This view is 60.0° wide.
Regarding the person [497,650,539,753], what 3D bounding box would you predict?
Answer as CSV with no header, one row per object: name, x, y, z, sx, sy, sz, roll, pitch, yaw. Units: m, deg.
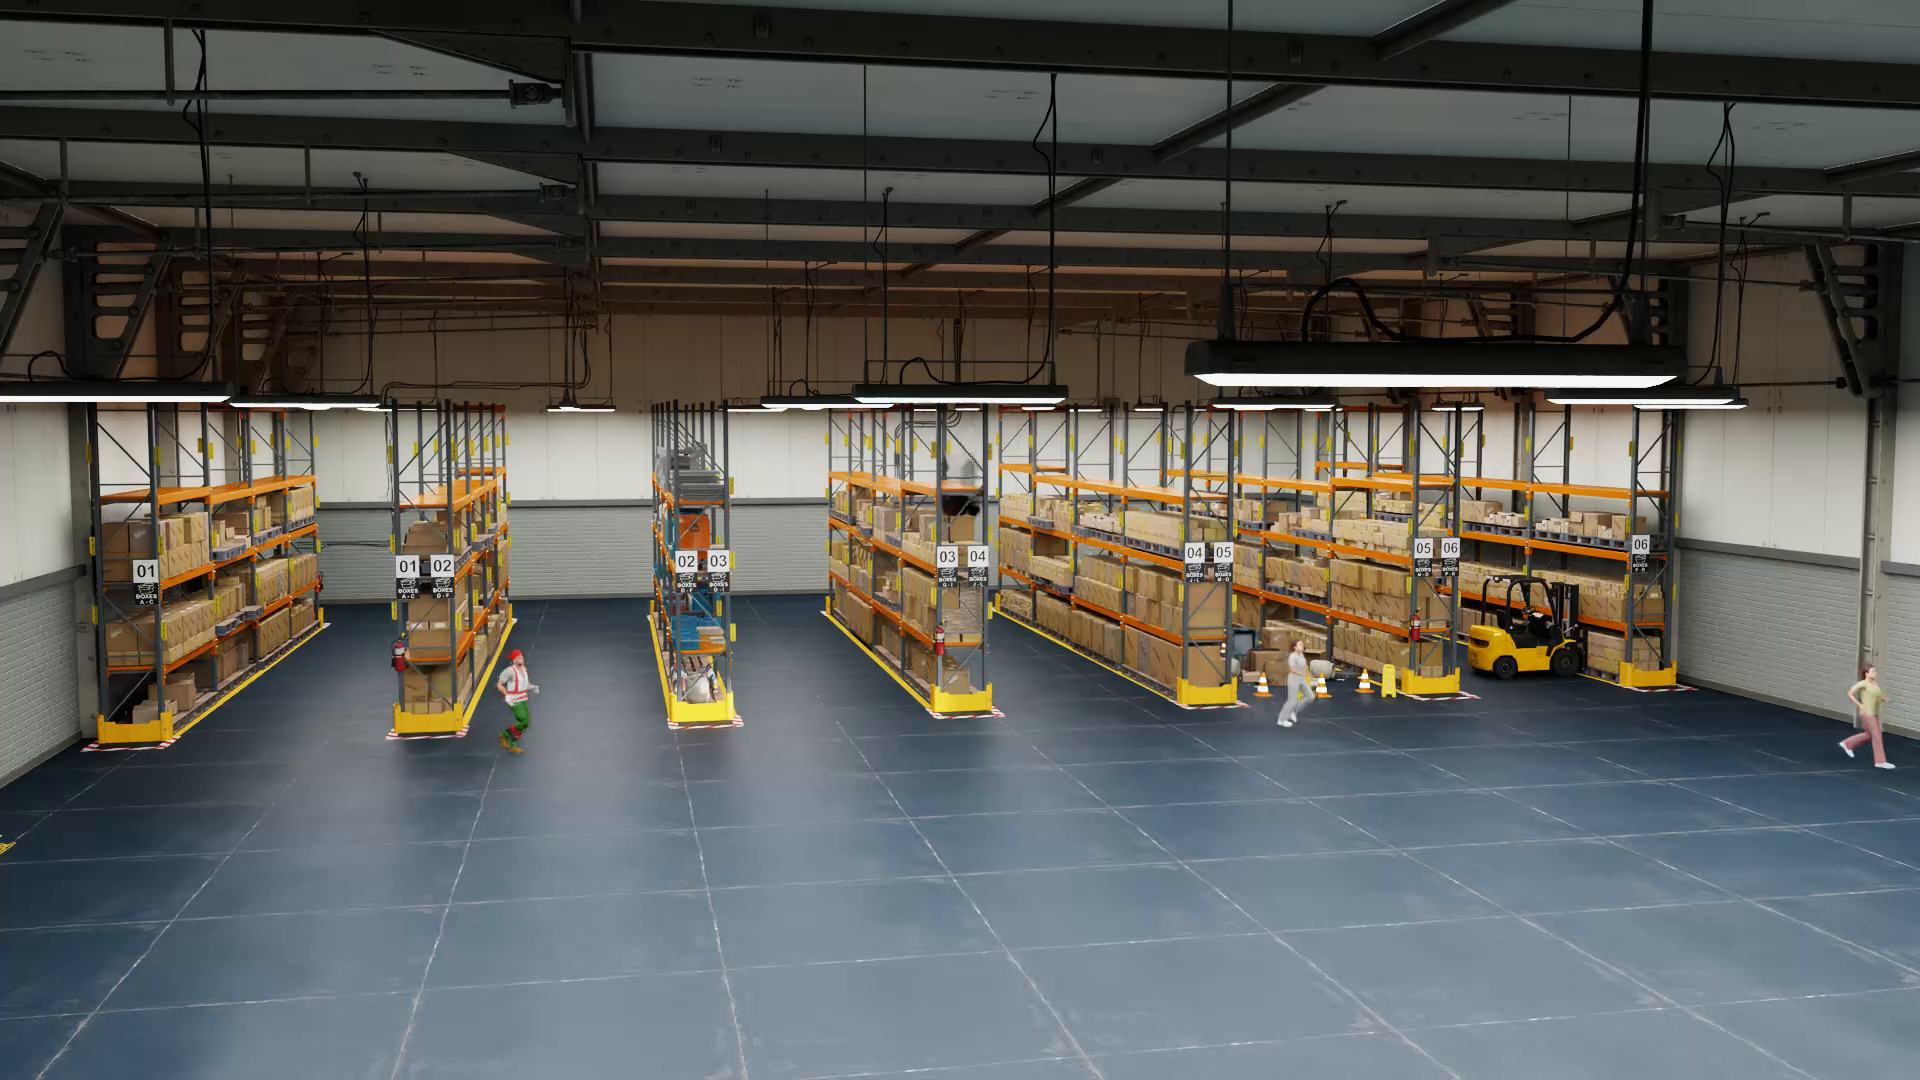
person,-7.458,2.728,28.155,0.611,1.749,0.638,1,5,19

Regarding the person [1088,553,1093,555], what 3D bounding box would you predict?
person,3.715,1.277,47.586,0.660,1.829,0.755,-2,5,-20

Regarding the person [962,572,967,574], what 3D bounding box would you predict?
person,0.074,1.258,48.530,0.666,1.677,0.700,2,5,28

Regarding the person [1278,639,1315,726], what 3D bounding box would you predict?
person,6.188,2.611,30.449,0.734,1.616,0.585,4,6,43

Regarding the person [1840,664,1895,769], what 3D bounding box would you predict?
person,14.783,2.840,27.068,0.584,1.645,0.939,-3,5,-34
